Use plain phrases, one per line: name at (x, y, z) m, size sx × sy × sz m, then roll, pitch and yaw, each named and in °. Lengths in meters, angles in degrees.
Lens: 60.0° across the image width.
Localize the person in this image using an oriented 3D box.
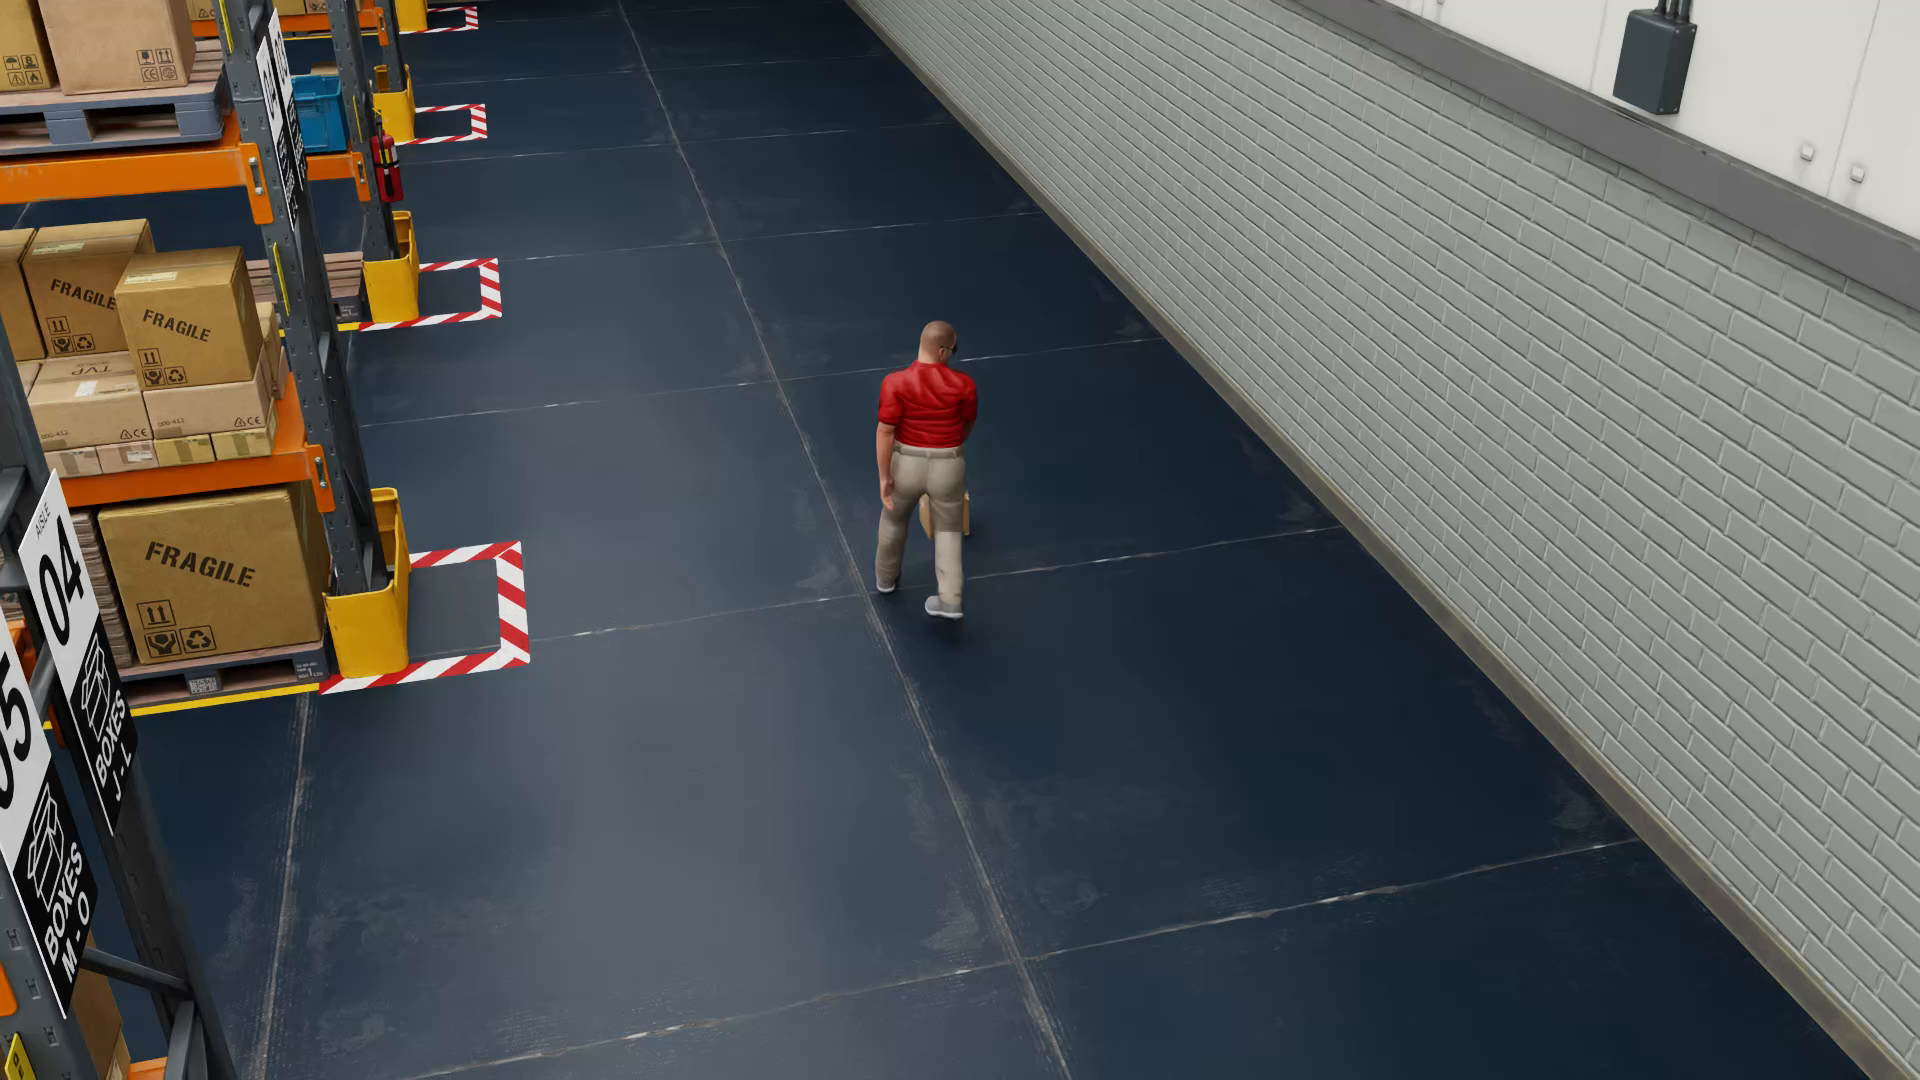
person at (-0.196, -0.382, 8.924) m, size 0.592 × 1.681 × 0.816 m, roll 1°, pitch 30°, yaw 1°
